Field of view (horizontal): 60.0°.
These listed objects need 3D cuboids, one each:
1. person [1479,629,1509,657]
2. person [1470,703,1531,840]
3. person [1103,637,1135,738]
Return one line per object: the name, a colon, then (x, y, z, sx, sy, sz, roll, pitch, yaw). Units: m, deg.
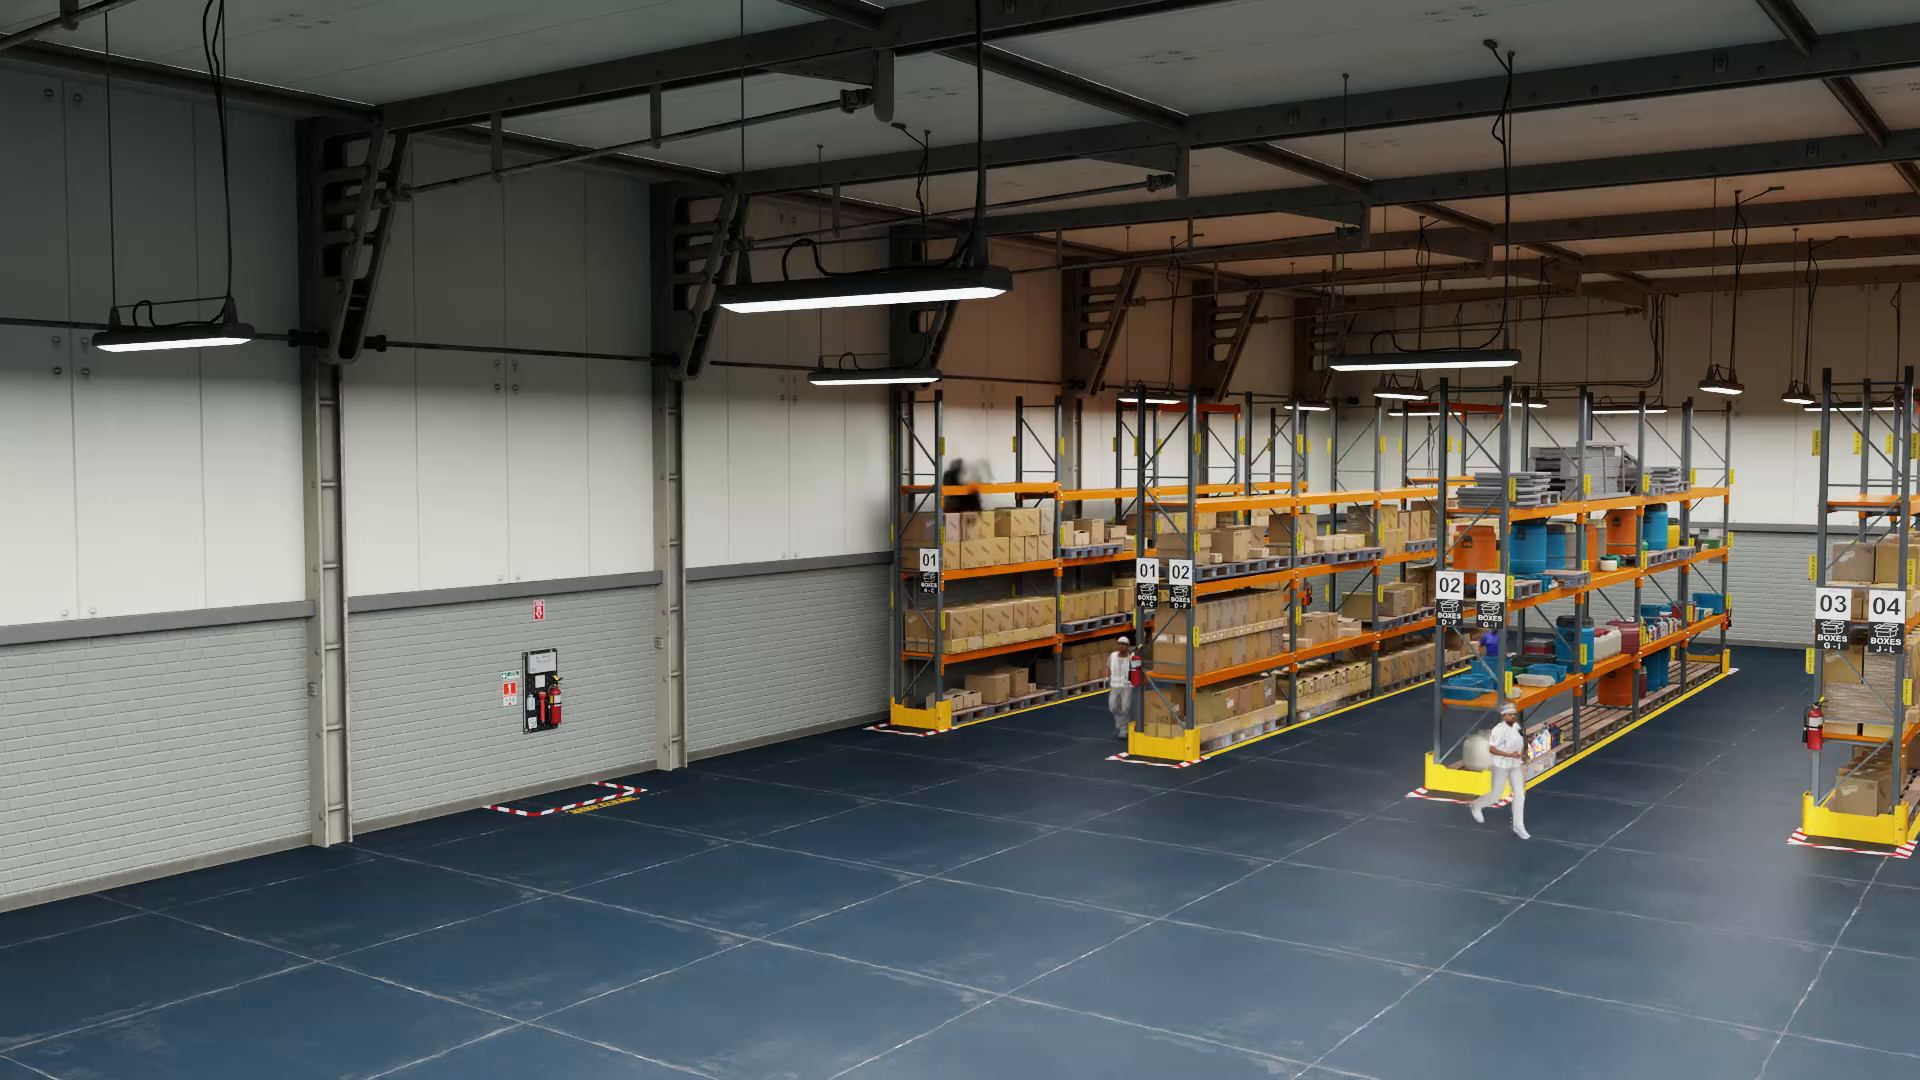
person: (10.431, 2.381, 32.506, 0.575, 1.600, 0.559, 1, 3, 21)
person: (7.055, 2.945, 21.551, 0.588, 1.716, 0.931, -1, 3, -20)
person: (2.781, 2.527, 28.552, 0.684, 1.732, 0.594, 1, 3, 21)
